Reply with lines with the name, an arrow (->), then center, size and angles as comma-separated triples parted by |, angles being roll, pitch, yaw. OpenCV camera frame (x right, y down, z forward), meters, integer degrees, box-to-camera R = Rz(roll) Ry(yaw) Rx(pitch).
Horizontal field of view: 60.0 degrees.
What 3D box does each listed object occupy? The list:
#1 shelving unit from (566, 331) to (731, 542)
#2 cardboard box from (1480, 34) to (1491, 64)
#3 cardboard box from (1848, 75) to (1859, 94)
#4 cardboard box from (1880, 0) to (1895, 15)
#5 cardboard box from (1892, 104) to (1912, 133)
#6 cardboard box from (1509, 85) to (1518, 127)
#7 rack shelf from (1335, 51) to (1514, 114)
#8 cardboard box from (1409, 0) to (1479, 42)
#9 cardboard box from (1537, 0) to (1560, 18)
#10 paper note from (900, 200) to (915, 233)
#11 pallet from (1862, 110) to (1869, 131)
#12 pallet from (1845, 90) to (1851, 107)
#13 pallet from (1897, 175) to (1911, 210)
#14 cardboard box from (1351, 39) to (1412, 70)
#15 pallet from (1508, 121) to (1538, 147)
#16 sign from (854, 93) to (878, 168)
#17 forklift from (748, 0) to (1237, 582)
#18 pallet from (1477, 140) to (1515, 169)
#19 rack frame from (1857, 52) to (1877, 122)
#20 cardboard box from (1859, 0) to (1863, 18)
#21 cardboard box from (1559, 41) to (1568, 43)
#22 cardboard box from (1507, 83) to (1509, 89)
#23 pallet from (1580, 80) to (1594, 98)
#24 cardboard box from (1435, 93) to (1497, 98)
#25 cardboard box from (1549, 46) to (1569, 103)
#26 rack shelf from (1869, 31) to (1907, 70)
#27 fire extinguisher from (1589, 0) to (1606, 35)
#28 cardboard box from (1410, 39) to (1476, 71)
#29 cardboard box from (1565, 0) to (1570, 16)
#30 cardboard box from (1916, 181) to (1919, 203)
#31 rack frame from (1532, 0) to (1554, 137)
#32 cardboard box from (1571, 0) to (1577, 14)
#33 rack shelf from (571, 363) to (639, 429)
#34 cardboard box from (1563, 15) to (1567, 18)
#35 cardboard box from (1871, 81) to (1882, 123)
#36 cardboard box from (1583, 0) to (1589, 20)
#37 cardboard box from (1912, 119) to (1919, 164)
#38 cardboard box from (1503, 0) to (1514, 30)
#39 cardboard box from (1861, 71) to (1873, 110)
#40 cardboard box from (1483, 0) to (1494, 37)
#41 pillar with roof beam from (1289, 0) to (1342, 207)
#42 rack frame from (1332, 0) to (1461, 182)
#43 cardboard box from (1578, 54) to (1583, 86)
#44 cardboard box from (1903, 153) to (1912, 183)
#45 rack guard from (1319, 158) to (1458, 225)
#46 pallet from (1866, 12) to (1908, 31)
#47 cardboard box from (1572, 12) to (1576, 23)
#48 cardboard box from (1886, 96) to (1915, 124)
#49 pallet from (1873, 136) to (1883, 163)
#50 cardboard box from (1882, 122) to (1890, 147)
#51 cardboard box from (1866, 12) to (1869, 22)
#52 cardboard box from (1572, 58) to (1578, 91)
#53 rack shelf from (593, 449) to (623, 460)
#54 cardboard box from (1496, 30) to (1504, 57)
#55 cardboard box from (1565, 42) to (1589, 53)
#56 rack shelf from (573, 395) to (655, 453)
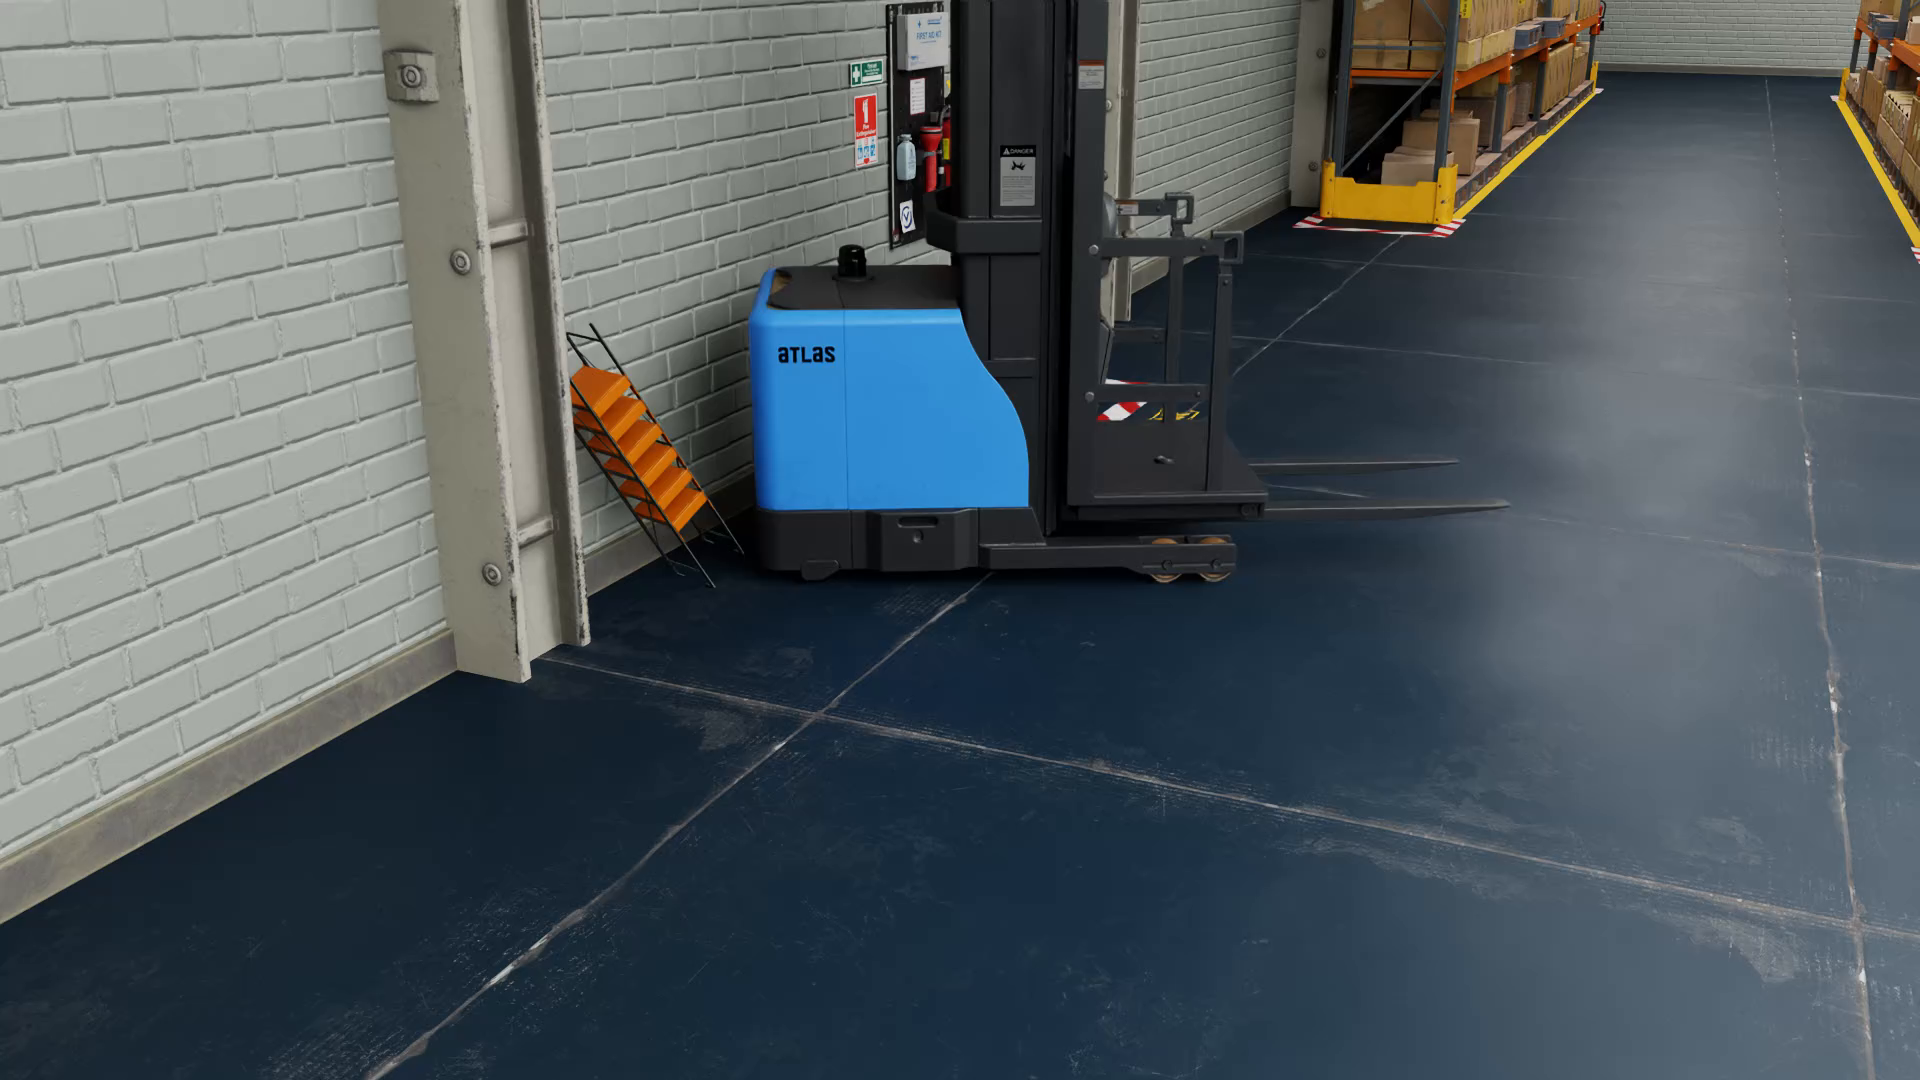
shelving unit -> -1.197, -0.308, 6.160 | 0.258, 1.046, 0.183 | 16, 57, 39
cardboard box -> 4.781, -4.708, 15.923 | 0.500, 0.250, 0.500 | 8, 21, 22
cardboard box -> 14.060, -7.039, 25.732 | 0.500, 0.250, 0.500 | 9, 21, 23
cardboard box -> 12.691, -7.249, 22.101 | 0.700, 0.500, 0.500 | 12, 23, 31
cardboard box -> 10.355, -4.534, 17.880 | 0.500, 0.311, 0.500 | 8, 21, 23
cardboard box -> 6.590, -5.454, 20.902 | 0.700, 0.500, 0.500 | 9, 21, 23
rack shelf -> 9.216, -5.259, 14.177 | 10.984, 3.170, 4.000 | 9, 21, 23
cardboard box -> 4.348, -4.744, 14.908 | 0.500, 0.500, 0.500 | 9, 21, 23
cardboard box -> 7.586, -7.103, 21.843 | 0.500, 0.500, 0.500 | 9, 22, 24
paper note -> -0.264, -1.636, 8.408 | 0.016, 0.148, 0.142 | 9, 21, 23
pallet -> 13.014, -5.770, 22.878 | 1.003, 0.211, 1.213 | 9, 21, 23
pallet -> 14.594, -6.979, 26.279 | 1.003, 0.211, 1.213 | 9, 21, 23
pallet -> 9.673, -3.341, 16.047 | 1.003, 0.211, 1.213 | 9, 21, 23
cardboard box -> 3.893, -4.456, 15.216 | 0.500, 0.250, 0.500 | 9, 21, 23
pallet -> 6.833, -5.241, 21.390 | 1.003, 0.211, 1.213 | 9, 21, 23
sign -> 8.123, -3.676, 12.682 | 11.513, 0.391, 16.451 | 9, 21, 23
forklift -> 0.688, -1.395, 6.516 | 3.031, 2.935, 1.130 | -1, 20, -3
pallet -> 5.833, -4.495, 19.293 | 1.003, 0.211, 1.213 | 9, 21, 23
rack frame -> 13.313, -7.337, 23.124 | 1.000, 3.000, 0.127 | 9, 21, 23
cardboard box -> 14.528, -8.508, 26.266 | 0.500, 0.500, 0.500 | 9, 21, 24
cardboard box -> 10.103, -8.402, 28.255 | 0.380, 0.149, 0.250 | 9, 21, 23
cardboard box -> 6.410, -5.625, 20.265 | 0.500, 0.250, 0.500 | 8, 21, 22
pallet -> 10.174, -7.670, 28.220 | 1.003, 0.211, 1.213 | 9, 21, 23
cardboard box -> 5.968, -4.992, 19.603 | 0.700, 0.500, 0.500 | 8, 21, 22
cardboard box -> 8.283, -6.712, 23.948 | 0.750, 0.750, 0.750 | 9, 22, 24
rack shelf -> 12.494, -6.387, 21.526 | 1.077, 0.370, 4.000 | 9, 21, 23
fire extinguisher -> 10.913, -9.009, 28.497 | 0.296, 0.674, 0.183 | 9, 21, 23
cardboard box -> 15.881, -2.695, 11.533 | 24.593, 1.100, 3.897 | 9, 22, 25
cardboard box -> 8.220, -7.574, 23.166 | 0.500, 0.500, 0.500 | 9, 22, 24
cardboard box -> 8.746, -3.084, 14.639 | 0.500, 0.250, 0.500 | 9, 21, 23
rack frame -> 7.154, -6.793, 21.594 | 1.000, 3.000, 0.127 | 9, 21, 23
cardboard box -> 8.633, -7.880, 24.026 | 0.500, 0.500, 0.500 | 9, 21, 23
rack shelf -> -1.308, -0.517, 5.951 | 0.258, 0.103, 0.180 | 16, 57, 39
cardboard box -> 8.468, -7.457, 23.806 | 0.380, 0.149, 0.250 | 9, 21, 23
cardboard box -> 12.056, -5.620, 21.370 | 0.500, 0.500, 0.500 | 8, 21, 21
cardboard box -> 9.333, -8.543, 26.067 | 0.980, 0.700, 0.700 | 8, 21, 21
cardboard box -> 9.152, -3.743, 15.375 | 0.500, 0.500, 0.500 | 9, 21, 23
cardboard box -> 5.405, -5.522, 17.095 | 0.500, 0.500, 0.500 | 8, 21, 22
cardboard box -> 12.892, -6.253, 23.147 | 0.500, 0.500, 0.500 | 8, 21, 20
cardboard box -> 4.776, -5.051, 15.770 | 0.500, 0.500, 0.500 | 8, 21, 21
pillar with roof beam -> 7.303, -6.916, 12.987 | 9.100, 9.000, 0.400 | 9, 21, 23
rack frame -> 3.878, -4.348, 14.717 | 1.000, 3.000, 0.127 | 9, 21, 23
cardboard box -> 9.824, -7.724, 27.316 | 0.700, 0.500, 0.500 | 8, 21, 21
cardboard box -> 9.361, -3.542, 15.928 | 0.500, 0.250, 0.500 | 9, 21, 23
rack guard -> 3.909, -3.193, 15.201 | 1.175, 0.500, 0.348 | 9, 21, 23
pallet -> 12.886, -7.018, 22.512 | 1.003, 0.211, 1.213 | 9, 21, 23
cardboard box -> 8.830, -7.684, 24.445 | 0.380, 0.149, 0.250 | 9, 21, 24
cardboard box -> 10.774, -4.844, 18.753 | 0.500, 0.311, 0.500 | 8, 21, 21
pallet -> 11.302, -4.555, 19.460 | 1.003, 0.211, 1.213 | 9, 21, 23
cardboard box -> 10.780, -4.584, 18.858 | 0.500, 0.250, 0.500 | 8, 21, 21
cardboard box -> 13.701, -7.888, 24.522 | 0.500, 0.500, 0.500 | 9, 22, 24
cardboard box -> 9.400, -7.404, 26.414 | 0.700, 0.500, 0.500 | 8, 21, 22
rack shelf -> -1.231, -0.370, 6.096 | 0.199, 0.020, 0.166 | 16, 57, 39
cardboard box -> 5.195, -5.016, 16.790 | 0.500, 0.250, 0.500 | 8, 21, 22
cardboard box -> 10.244, -8.194, 27.669 | 0.380, 0.149, 0.250 | 9, 22, 24
rack shelf -> -1.266, -0.437, 6.030 | 0.258, 0.103, 0.180 | 16, 57, 39
